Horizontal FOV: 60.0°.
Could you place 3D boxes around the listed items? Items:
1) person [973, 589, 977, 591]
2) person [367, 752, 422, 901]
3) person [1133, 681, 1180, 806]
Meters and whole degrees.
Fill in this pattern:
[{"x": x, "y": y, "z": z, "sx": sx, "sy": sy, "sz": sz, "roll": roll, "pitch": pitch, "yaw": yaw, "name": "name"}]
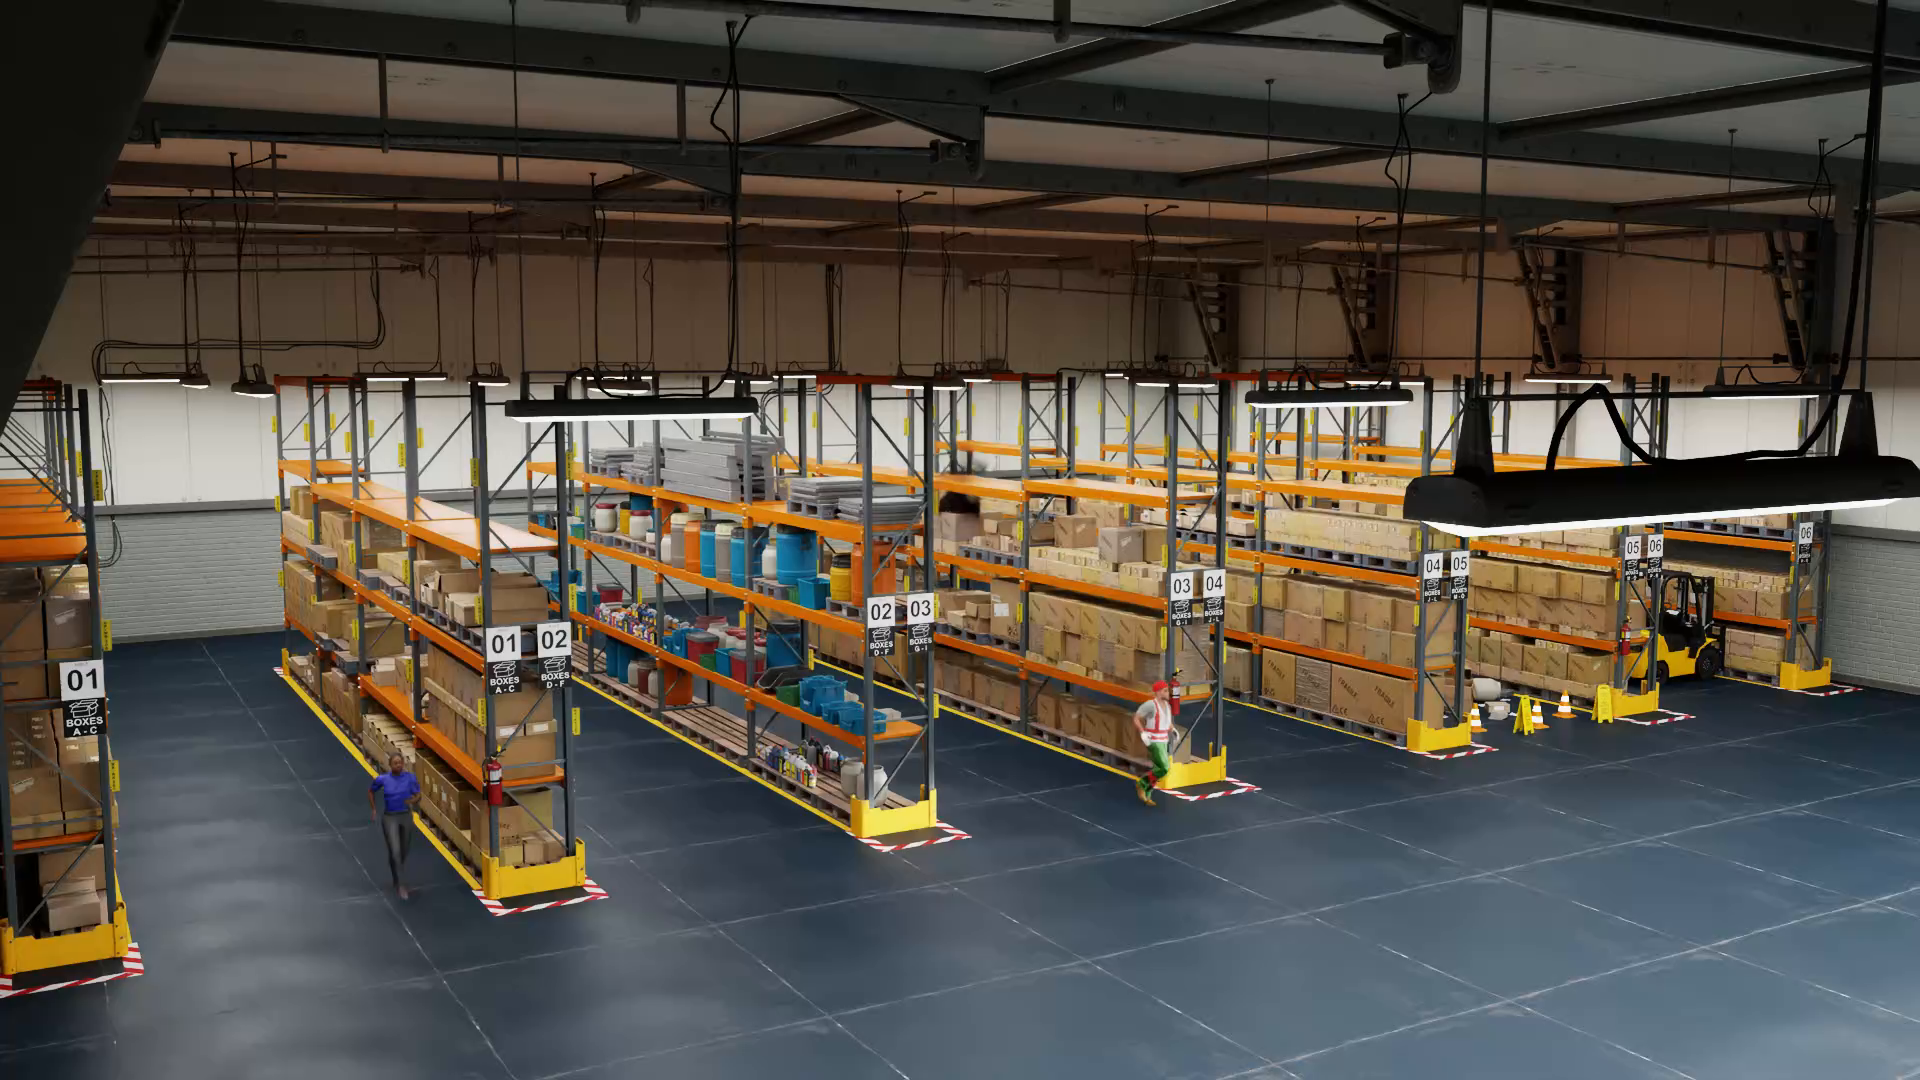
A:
[{"x": 0.291, "y": 1.843, "z": 33.482, "sx": 0.561, "sy": 1.728, "sz": 0.754, "roll": -4, "pitch": 7, "yaw": -32, "name": "person"}, {"x": -6.674, "y": 3.362, "z": 19.717, "sx": 0.555, "sy": 1.689, "sz": 0.804, "roll": -4, "pitch": 7, "yaw": -33, "name": "person"}, {"x": 2.849, "y": 2.889, "z": 23.676, "sx": 0.551, "sy": 1.761, "sz": 0.672, "roll": 5, "pitch": 8, "yaw": 38, "name": "person"}]
